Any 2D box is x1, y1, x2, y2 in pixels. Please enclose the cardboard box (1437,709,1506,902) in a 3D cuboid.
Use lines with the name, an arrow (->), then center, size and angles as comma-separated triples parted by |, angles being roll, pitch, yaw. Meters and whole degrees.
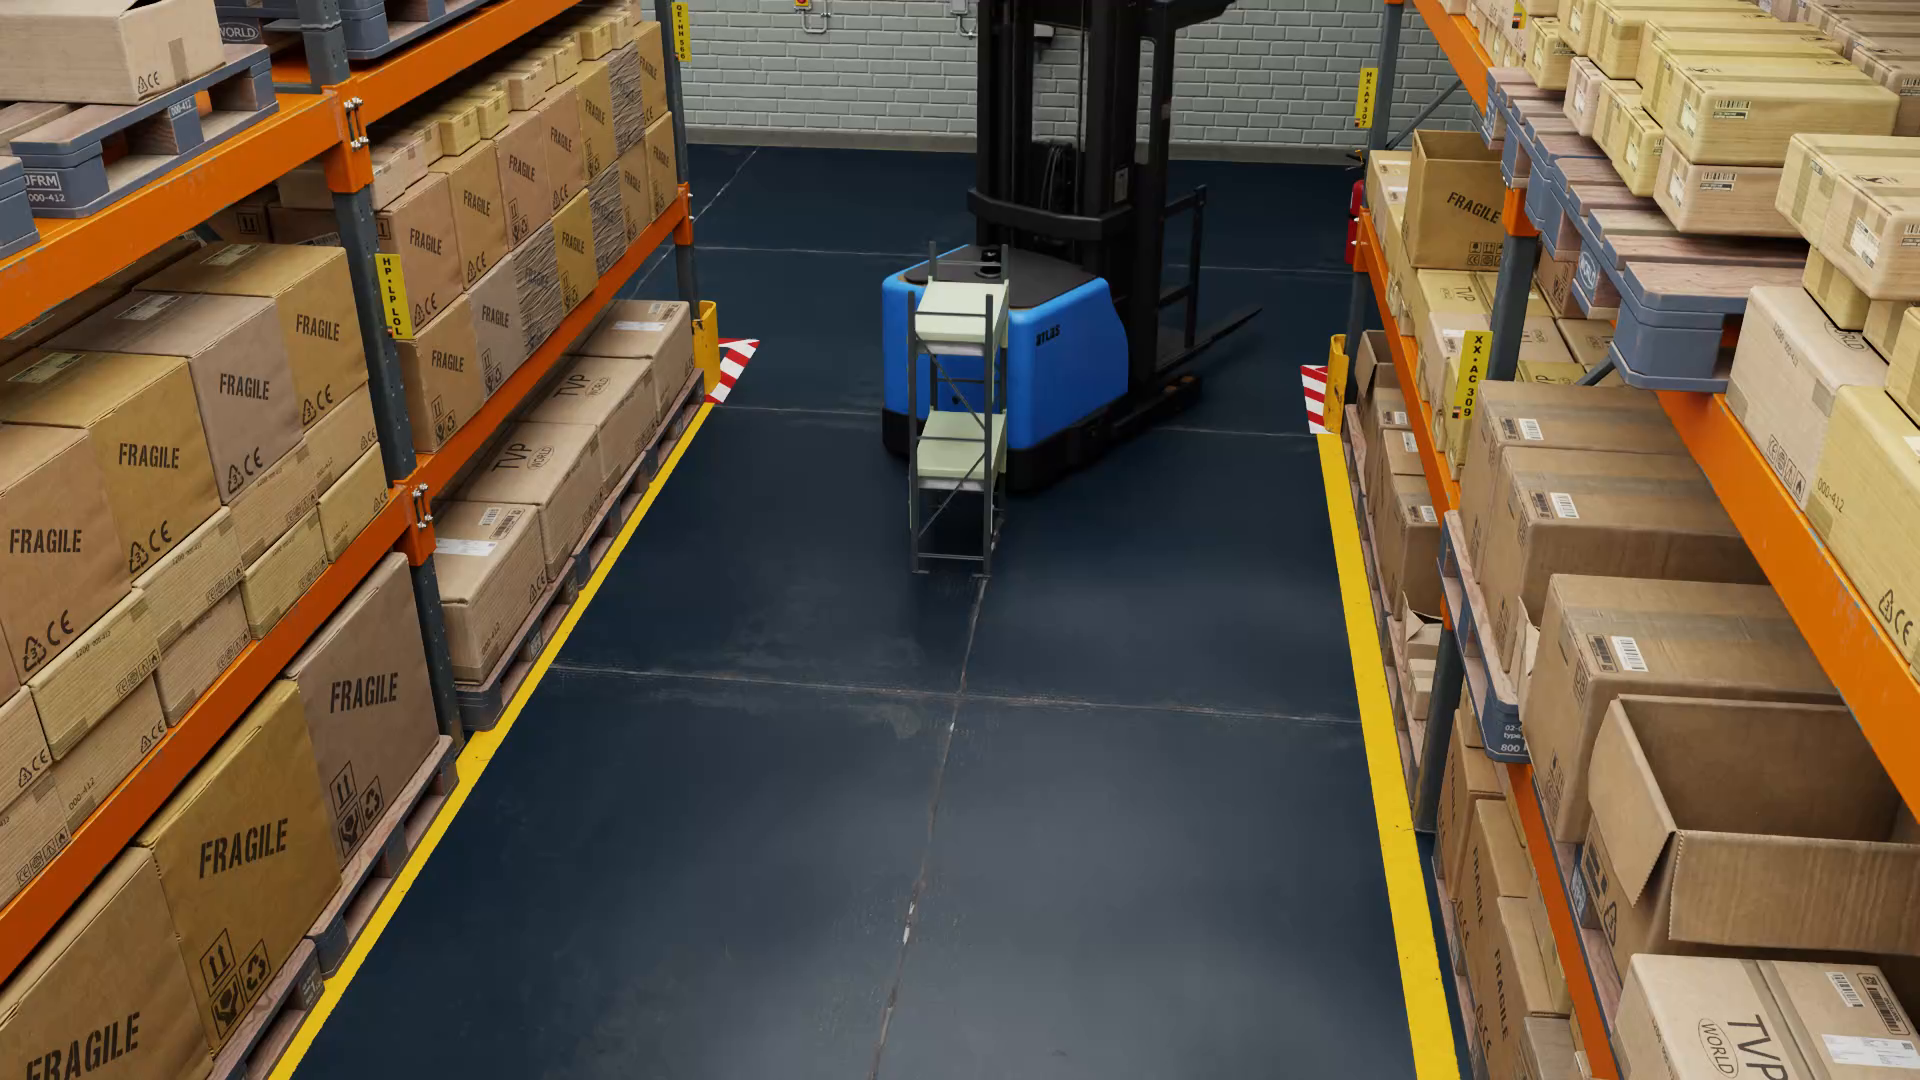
cardboard box -> 2.024, 0.973, 5.975 | 0.500, 0.500, 0.500 | 5, 29, 8

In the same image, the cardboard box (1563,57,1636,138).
cardboard box -> 1.759, -1.120, 4.220 | 0.380, 0.149, 0.250 | 4, 29, 7

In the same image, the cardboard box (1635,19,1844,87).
cardboard box -> 1.821, -1.119, 3.905 | 0.380, 0.149, 0.250 | 4, 29, 7

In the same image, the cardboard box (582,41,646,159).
cardboard box -> -1.988, -2.323, 8.739 | 0.500, 0.500, 0.500 | 3, 29, 6

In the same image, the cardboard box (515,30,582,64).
cardboard box -> -2.105, -2.434, 8.261 | 0.380, 0.149, 0.250 | 3, 28, 6

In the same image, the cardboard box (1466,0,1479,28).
cardboard box -> 2.253, -2.153, 6.686 | 0.380, 0.149, 0.250 | 4, 29, 7

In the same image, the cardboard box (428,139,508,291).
cardboard box -> -2.254, -1.376, 6.982 | 0.500, 0.500, 0.500 | 3, 28, 6

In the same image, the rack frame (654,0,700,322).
rack frame -> -2.130, -2.327, 9.907 | 1.000, 3.000, 0.127 | 3, 28, 6

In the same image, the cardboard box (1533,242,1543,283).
cardboard box -> 2.809, -1.152, 7.570 | 0.500, 0.250, 0.500 | 3, 28, 6

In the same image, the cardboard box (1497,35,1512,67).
cardboard box -> 2.090, -1.669, 5.787 | 0.380, 0.149, 0.250 | 3, 28, 6

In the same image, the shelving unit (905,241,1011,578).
shelving unit -> -0.001, -0.657, 8.388 | 0.431, 1.500, 0.755 | 3, 28, 6

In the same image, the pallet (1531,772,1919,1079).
pallet -> 2.050, 0.894, 4.130 | 1.003, 0.211, 1.213 | 3, 28, 6

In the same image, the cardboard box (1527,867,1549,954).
cardboard box -> 1.933, 1.128, 5.003 | 0.380, 0.149, 0.250 | 3, 28, 6

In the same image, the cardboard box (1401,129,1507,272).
cardboard box -> 2.290, -1.531, 7.484 | 0.500, 0.500, 0.500 | 4, 29, 7

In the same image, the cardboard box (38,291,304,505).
cardboard box -> -2.482, -0.459, 5.281 | 0.500, 0.500, 0.500 | 4, 29, 7

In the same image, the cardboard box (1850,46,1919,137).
cardboard box -> 2.176, -0.974, 3.636 | 0.380, 0.149, 0.250 | 4, 29, 7

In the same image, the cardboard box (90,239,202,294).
cardboard box -> -2.960, -0.738, 5.798 | 0.500, 0.500, 0.500 | 4, 29, 7

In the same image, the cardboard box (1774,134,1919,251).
cardboard box -> 1.724, -0.625, 3.010 | 0.380, 0.149, 0.250 | 3, 29, 6

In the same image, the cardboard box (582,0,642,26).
cardboard box -> -1.975, -2.916, 9.157 | 0.380, 0.149, 0.250 | 4, 29, 7

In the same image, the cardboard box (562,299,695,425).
cardboard box -> -2.112, -1.067, 9.827 | 0.875, 0.438, 0.875 | 2, 28, 4

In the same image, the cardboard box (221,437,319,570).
cardboard box -> -2.487, -0.141, 5.480 | 0.500, 0.250, 0.500 | 4, 29, 7

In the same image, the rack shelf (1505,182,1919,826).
rack shelf -> 2.061, -0.220, 3.591 | 1.077, 0.370, 4.000 | 3, 28, 6

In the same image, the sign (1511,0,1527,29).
sign -> 1.767, -1.734, 5.097 | 0.100, 0.325, 0.005 | 3, 28, 6

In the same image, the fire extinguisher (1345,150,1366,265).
fire extinguisher -> 2.356, -1.938, 9.660 | 0.296, 0.674, 0.183 | 3, 28, 6

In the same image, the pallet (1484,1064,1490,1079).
pallet -> 2.097, 2.031, 4.757 | 1.003, 0.211, 1.213 | 3, 28, 6

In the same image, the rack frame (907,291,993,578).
rack frame -> -0.046, -0.485, 8.069 | 0.400, 1.500, 0.023 | 3, 28, 6

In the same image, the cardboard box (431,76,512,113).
cardboard box -> -2.217, -1.952, 7.366 | 0.380, 0.149, 0.250 | 3, 28, 6

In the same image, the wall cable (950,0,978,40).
wall cable -> -0.054, -5.353, 14.452 | 0.588, 1.984, 0.122 | 3, 28, 6

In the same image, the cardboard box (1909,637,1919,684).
cardboard box -> 1.638, 0.215, 2.183 | 0.500, 0.250, 0.500 | 2, 28, 5

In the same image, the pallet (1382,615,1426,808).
pallet -> 2.391, 0.747, 7.141 | 1.003, 0.211, 1.213 | 3, 28, 6

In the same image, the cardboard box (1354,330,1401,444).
cardboard box -> 2.627, -0.844, 9.343 | 0.797, 0.503, 0.637 | 2, 28, 4

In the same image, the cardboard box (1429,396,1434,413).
cardboard box -> 2.172, -0.581, 6.931 | 0.380, 0.149, 0.250 | 4, 29, 8

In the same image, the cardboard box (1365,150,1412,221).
cardboard box -> 2.474, -1.907, 8.972 | 0.500, 0.250, 0.500 | 4, 29, 6

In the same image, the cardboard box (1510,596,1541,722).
cardboard box -> 1.755, 0.348, 4.639 | 0.396, 0.266, 0.258 | 5, 29, 9

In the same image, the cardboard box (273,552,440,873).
cardboard box -> -2.617, 0.603, 6.266 | 0.875, 0.875, 0.875 | 4, 29, 8

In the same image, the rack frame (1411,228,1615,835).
rack frame -> 2.306, -0.157, 5.880 | 1.000, 3.000, 0.127 | 3, 28, 6

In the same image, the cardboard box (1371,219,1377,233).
cardboard box -> 2.484, -1.791, 9.177 | 0.380, 0.149, 0.250 | 3, 28, 6

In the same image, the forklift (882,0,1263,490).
forklift -> 0.851, -2.200, 9.743 | 1.130, 2.935, 3.031 | 20, 34, 33

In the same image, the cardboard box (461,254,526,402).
cardboard box -> -2.237, -0.930, 7.209 | 0.500, 0.500, 0.500 | 4, 29, 7

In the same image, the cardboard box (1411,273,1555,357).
cardboard box -> 2.248, -0.947, 7.190 | 0.500, 0.250, 0.500 | 3, 28, 6

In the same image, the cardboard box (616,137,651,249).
cardboard box -> -2.003, -1.893, 8.996 | 0.500, 0.500, 0.500 | 3, 28, 5

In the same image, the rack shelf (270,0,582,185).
rack shelf -> -2.375, -2.389, 7.618 | 1.077, 0.370, 4.000 | 3, 28, 6

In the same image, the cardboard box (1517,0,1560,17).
cardboard box -> 1.835, -1.612, 4.820 | 0.380, 0.149, 0.250 | 4, 29, 8

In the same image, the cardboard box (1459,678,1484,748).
cardboard box -> 1.998, 0.626, 5.934 | 0.380, 0.149, 0.250 | 5, 29, 9

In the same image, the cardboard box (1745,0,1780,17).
cardboard box -> 2.376, -1.457, 4.533 | 0.380, 0.149, 0.250 | 3, 29, 6

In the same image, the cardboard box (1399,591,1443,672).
cardboard box -> 2.127, 0.414, 7.259 | 0.396, 0.266, 0.258 | 4, 29, 8

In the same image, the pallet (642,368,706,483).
pallet -> -2.151, -0.718, 9.861 | 1.003, 0.211, 1.213 | 3, 28, 6

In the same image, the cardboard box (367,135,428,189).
cardboard box -> -2.309, -1.469, 6.471 | 0.380, 0.149, 0.250 | 4, 29, 7

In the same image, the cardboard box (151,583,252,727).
cardboard box -> -2.569, 0.324, 5.145 | 0.500, 0.250, 0.500 | 3, 28, 5
